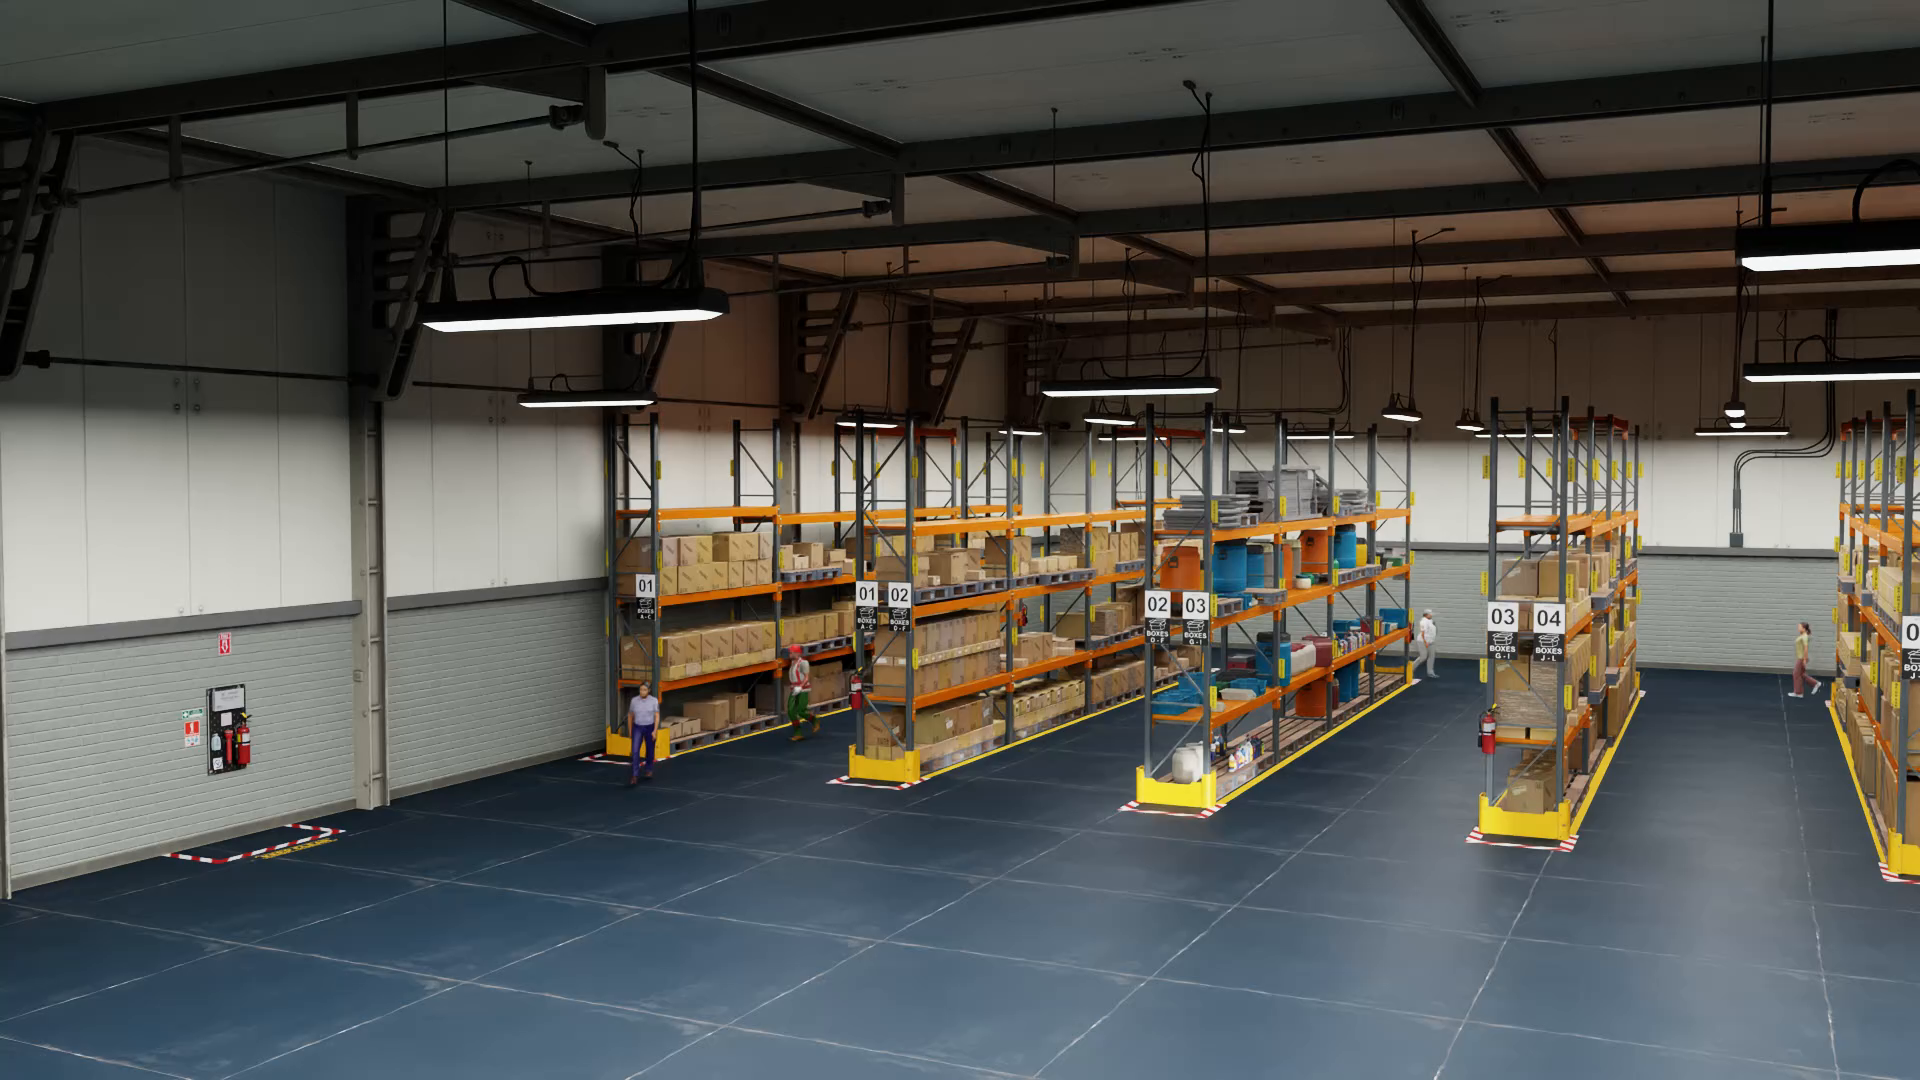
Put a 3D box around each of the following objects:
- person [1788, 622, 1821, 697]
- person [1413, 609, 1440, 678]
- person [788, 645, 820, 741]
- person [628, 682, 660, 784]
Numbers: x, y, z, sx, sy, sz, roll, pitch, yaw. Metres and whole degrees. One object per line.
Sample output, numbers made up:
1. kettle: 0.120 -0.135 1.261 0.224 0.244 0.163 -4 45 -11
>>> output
1. person: 18.543 2.623 36.477 0.663 1.654 0.459 1 3 24
2. person: 11.167 2.480 40.021 0.623 1.667 0.527 2 3 44
3. person: -2.940 2.826 30.965 0.687 1.754 0.580 -2 3 -42
4. person: -5.073 3.060 26.605 0.529 1.592 0.990 -1 2 -15
